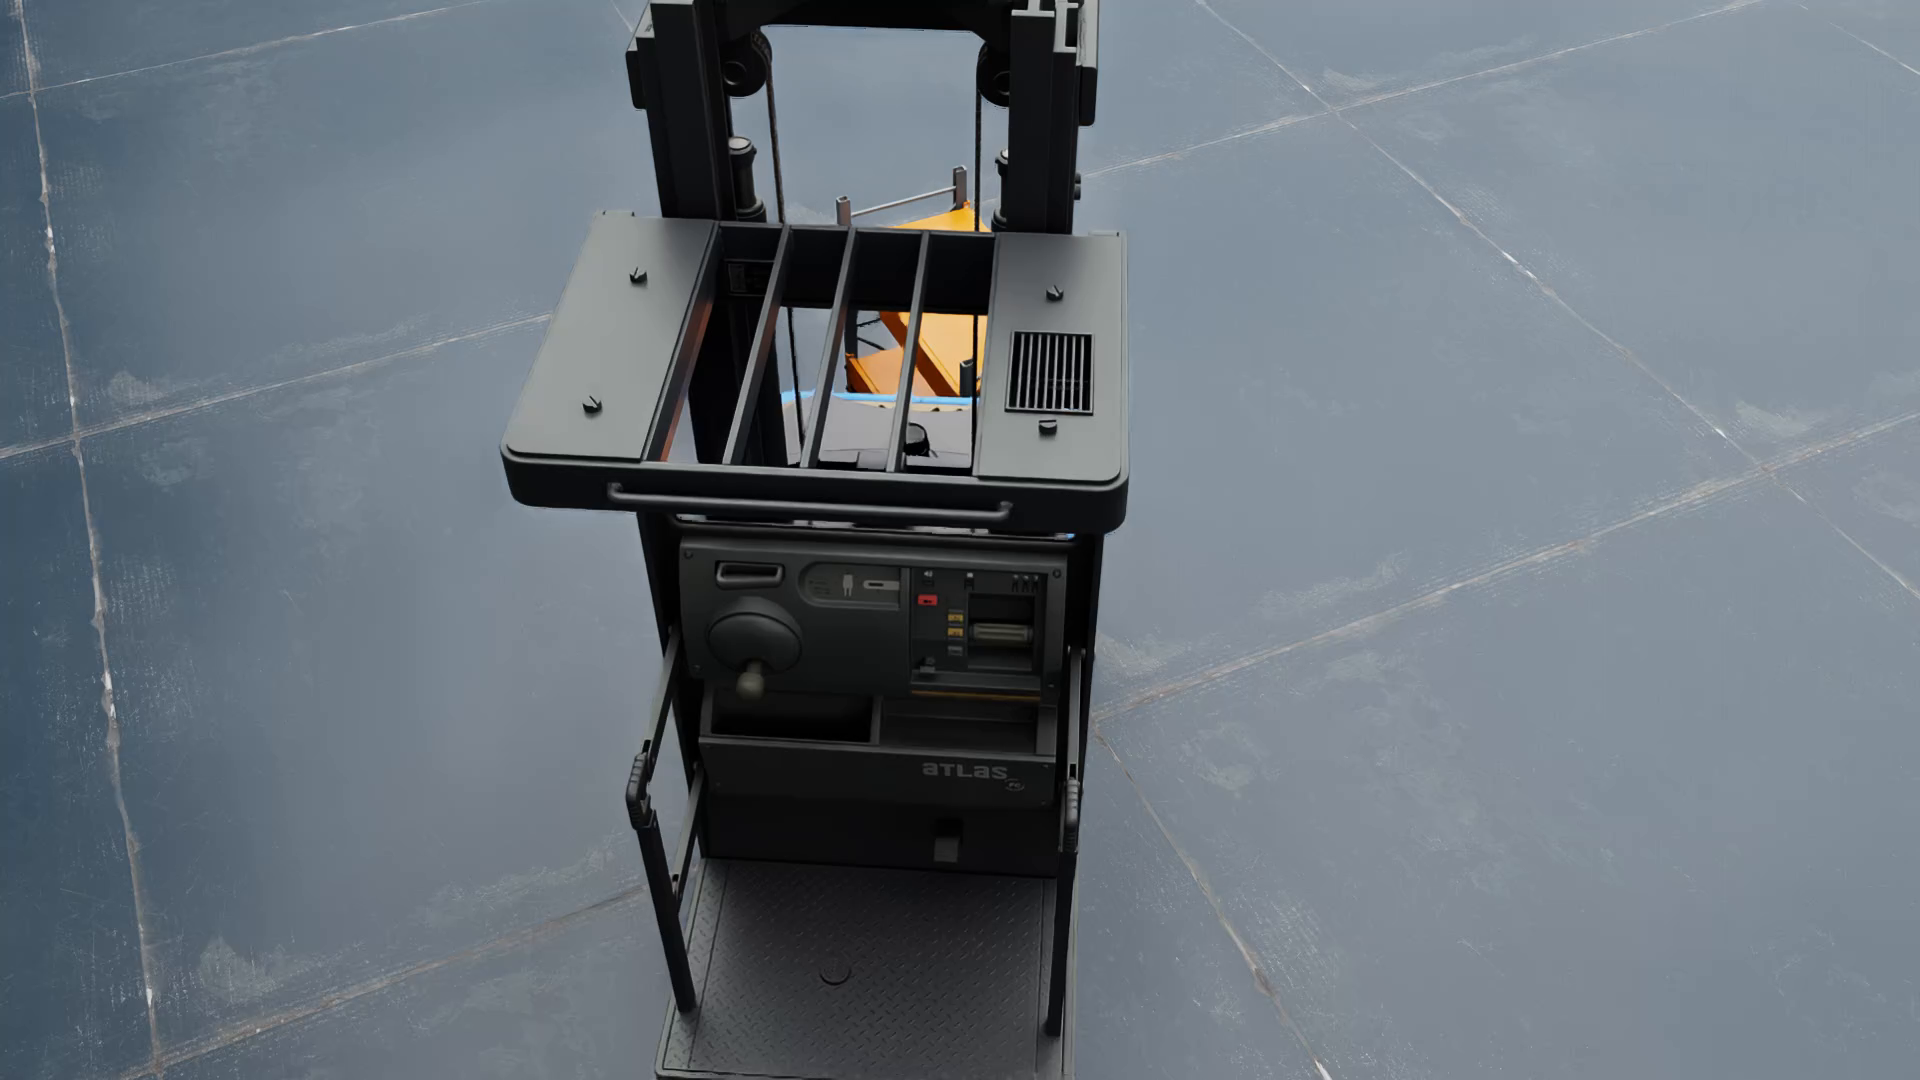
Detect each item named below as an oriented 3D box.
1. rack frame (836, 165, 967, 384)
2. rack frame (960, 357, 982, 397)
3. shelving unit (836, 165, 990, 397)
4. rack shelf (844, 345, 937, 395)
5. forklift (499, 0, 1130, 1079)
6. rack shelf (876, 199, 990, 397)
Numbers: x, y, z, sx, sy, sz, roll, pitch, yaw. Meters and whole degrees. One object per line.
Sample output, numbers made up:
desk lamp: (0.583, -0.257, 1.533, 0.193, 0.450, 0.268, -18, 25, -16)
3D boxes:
rack frame: (-0.207, -0.873, 6.334, 0.500, 1.125, 0.032, -19, 48, -18)
rack frame: (0.231, -0.229, 5.681, 0.500, 1.125, 0.032, -19, 48, -18)
shelving unit: (0.012, -0.551, 6.008, 0.538, 1.125, 1.048, -19, 48, -18)
rack shelf: (0.012, -0.377, 6.180, 0.538, 0.278, 1.000, -19, 48, -18)
forklift: (-0.225, 0.298, 3.861, 1.130, 2.935, 3.031, 3, 45, 3)
rack shelf: (0.012, -0.760, 5.802, 0.538, 0.278, 1.000, -19, 48, -18)
